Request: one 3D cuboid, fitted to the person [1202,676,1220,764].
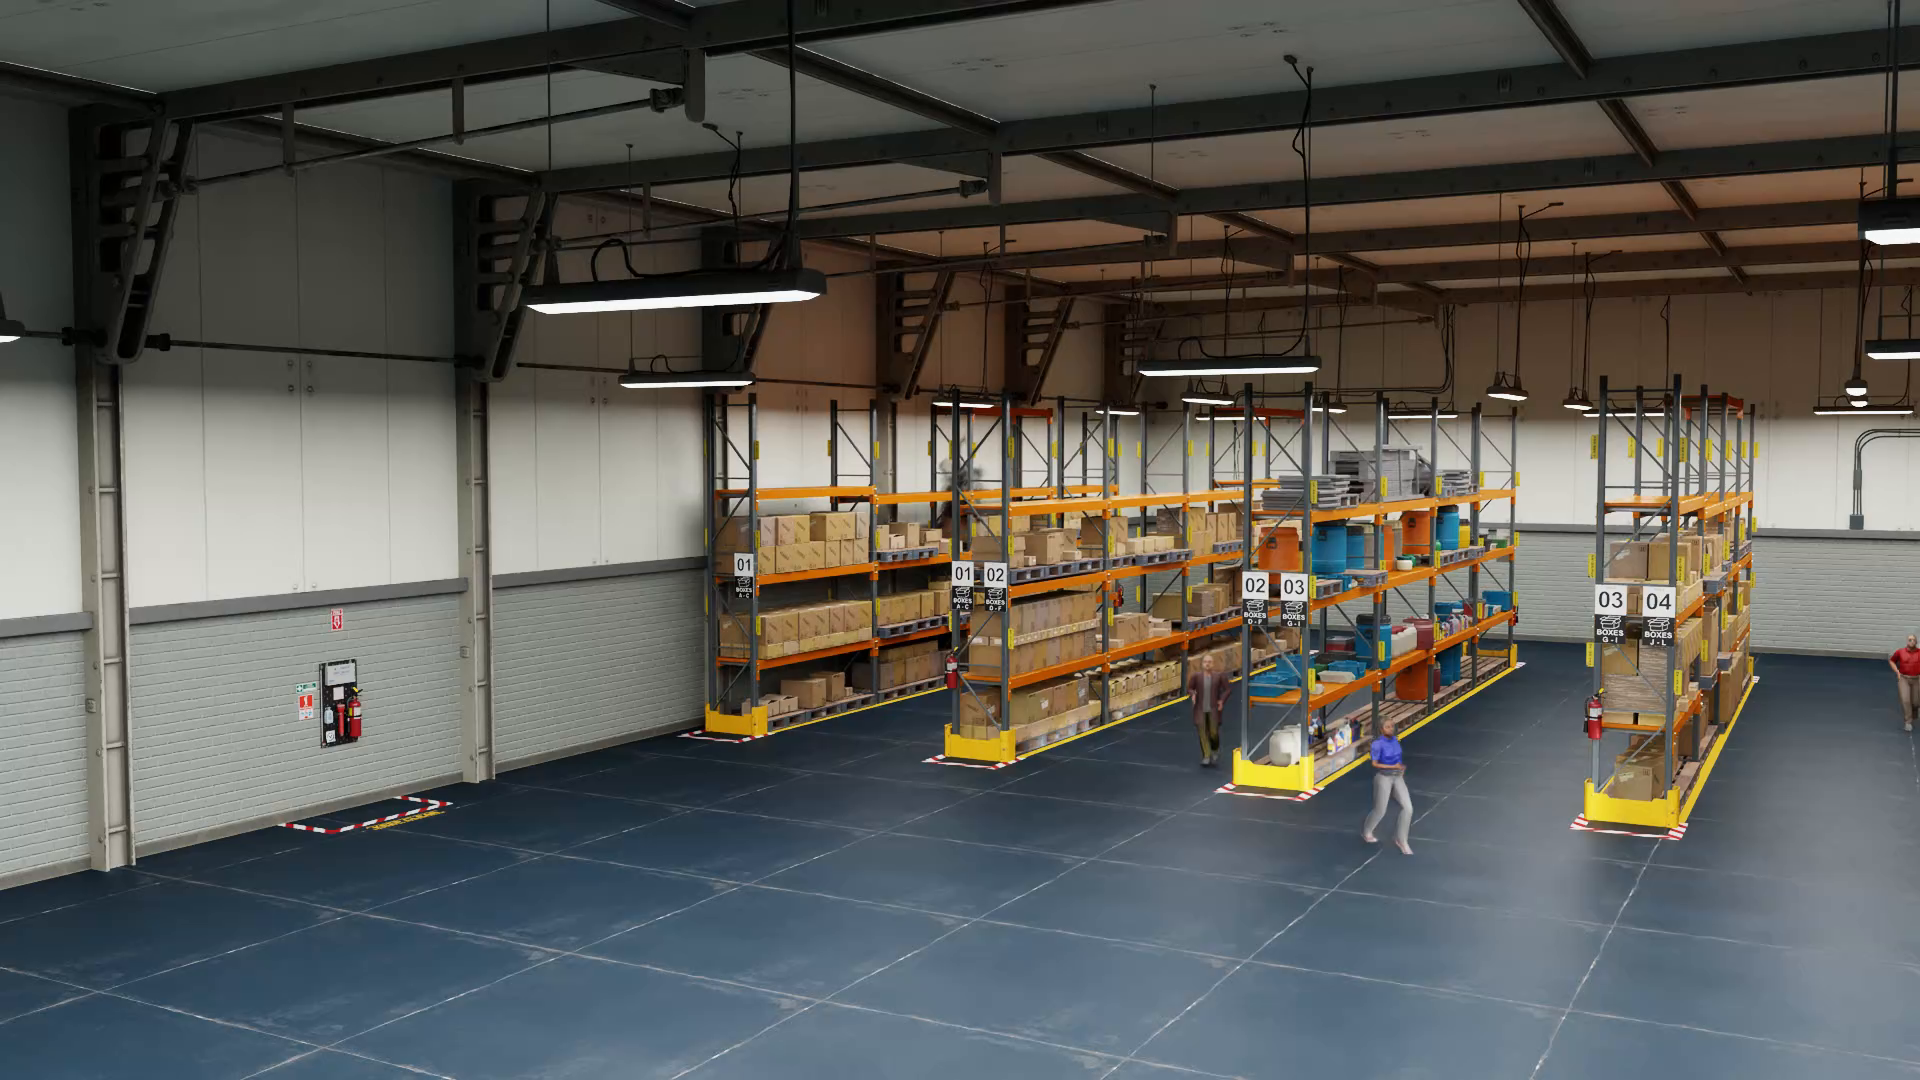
[{"bbox_3d":[3.946,2.827,26.459,0.620,1.474,0.394,1,3,16],"label":"person"}]

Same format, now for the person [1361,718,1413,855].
[{"bbox_3d":[5.372,3.070,20.849,0.582,1.694,0.779,-1,3,-24],"label":"person"}]

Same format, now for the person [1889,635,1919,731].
[{"bbox_3d":[17.113,2.554,29.948,0.664,1.696,0.651,2,3,27],"label":"person"}]
